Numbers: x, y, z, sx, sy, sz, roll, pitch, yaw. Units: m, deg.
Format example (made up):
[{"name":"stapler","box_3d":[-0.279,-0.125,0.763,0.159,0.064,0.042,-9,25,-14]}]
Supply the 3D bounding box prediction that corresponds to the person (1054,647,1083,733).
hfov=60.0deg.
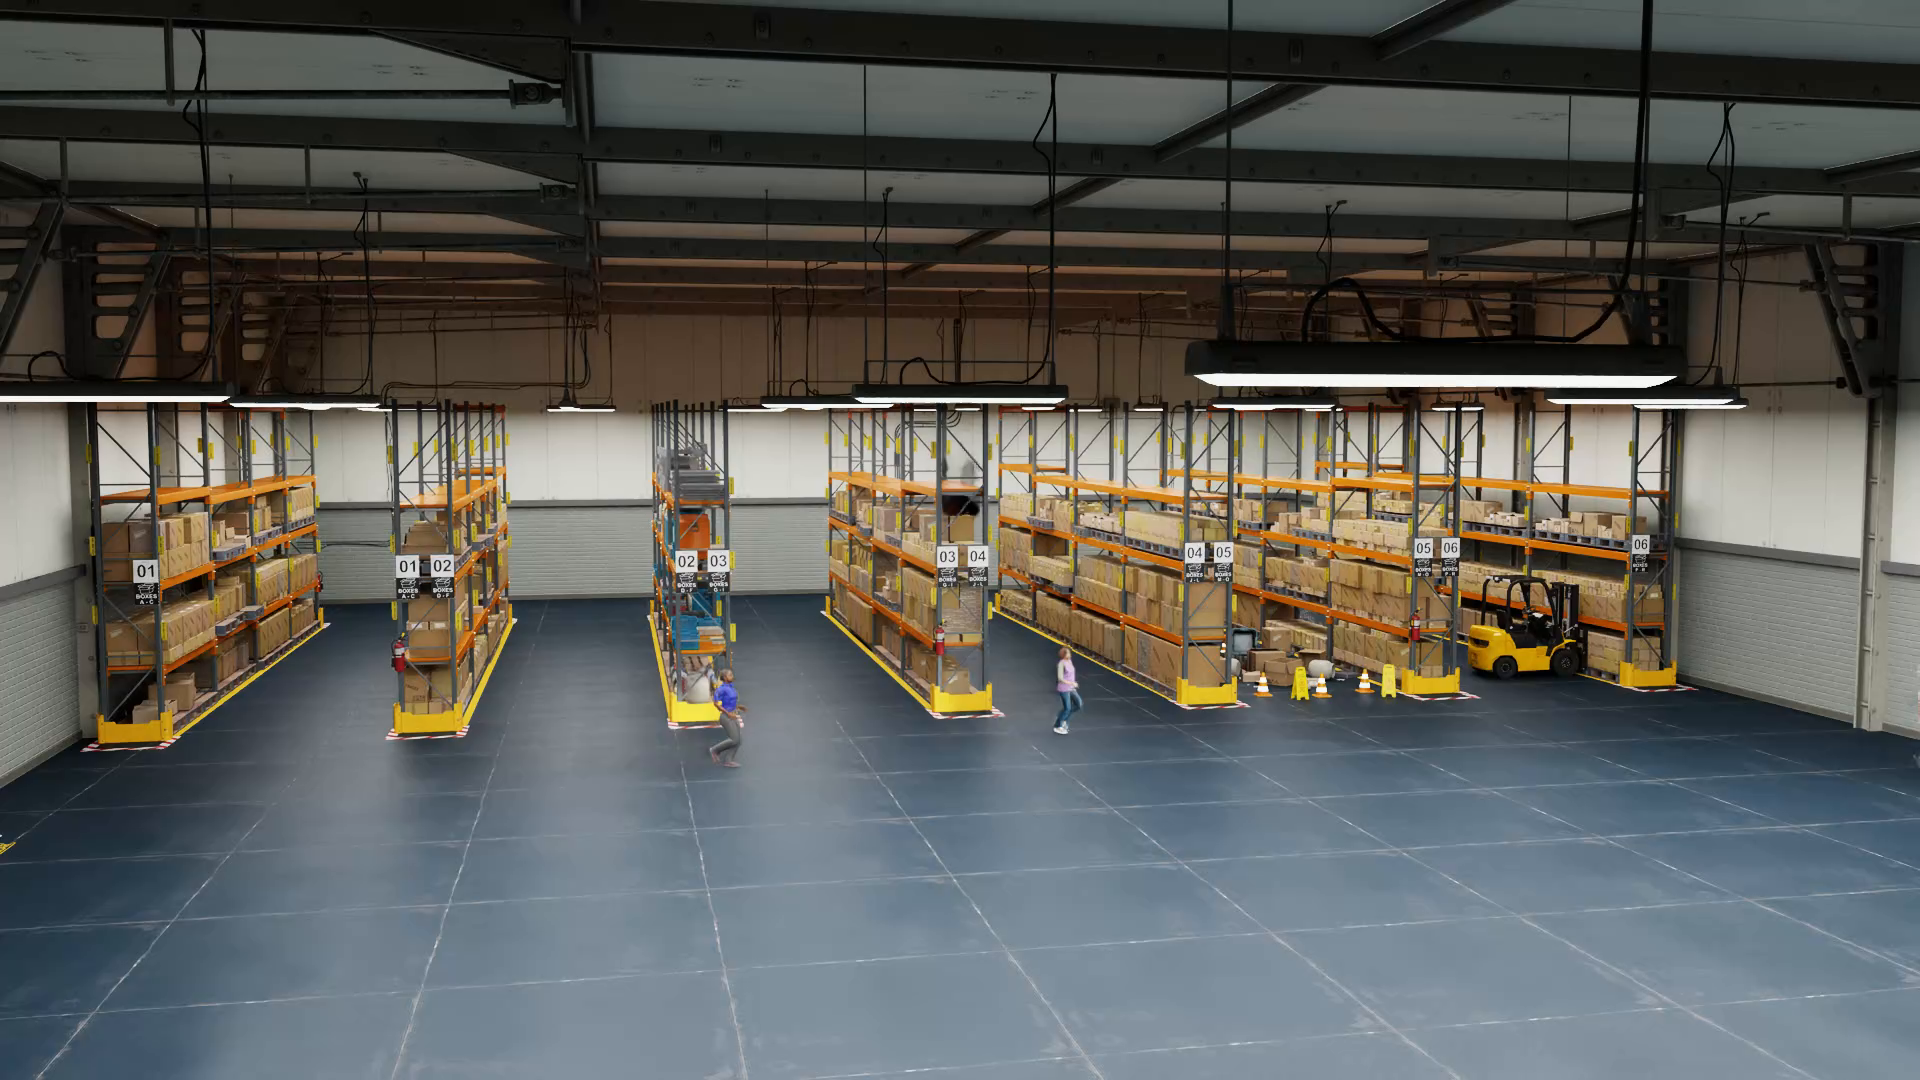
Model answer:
[{"name":"person","box_3d":[1.934,2.693,29.864,0.540,1.558,0.553,2,5,29]}]

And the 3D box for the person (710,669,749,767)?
[{"name":"person","box_3d":[-3.739,2.887,26.964,0.558,1.605,0.572,1,4,13]}]
